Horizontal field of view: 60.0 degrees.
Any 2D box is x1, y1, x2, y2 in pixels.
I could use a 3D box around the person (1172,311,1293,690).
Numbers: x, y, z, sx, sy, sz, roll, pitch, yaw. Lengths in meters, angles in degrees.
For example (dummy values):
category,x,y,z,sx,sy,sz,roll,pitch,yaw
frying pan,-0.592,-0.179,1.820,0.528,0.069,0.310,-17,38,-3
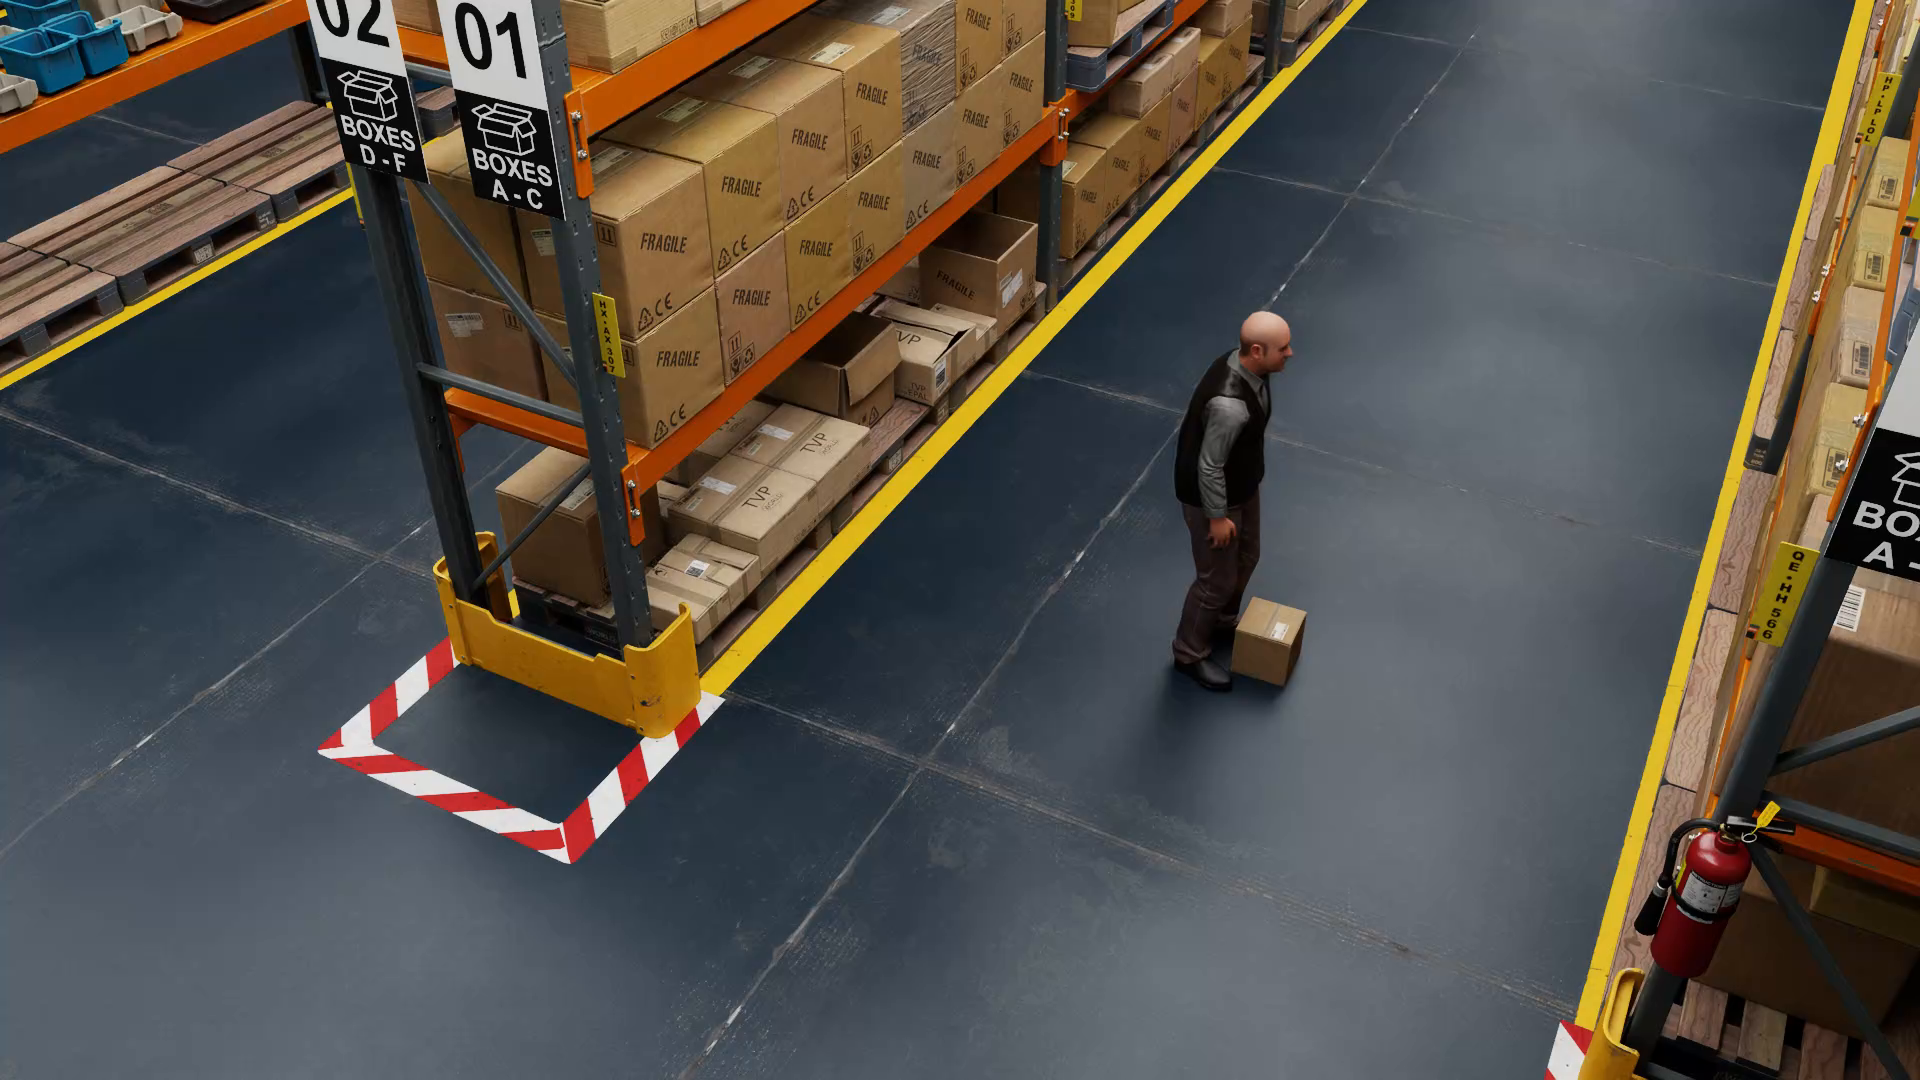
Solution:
category,x,y,z,sx,sy,sz,roll,pitch,yaw
person,1.143,-0.202,7.030,0.474,1.720,0.592,15,40,19
